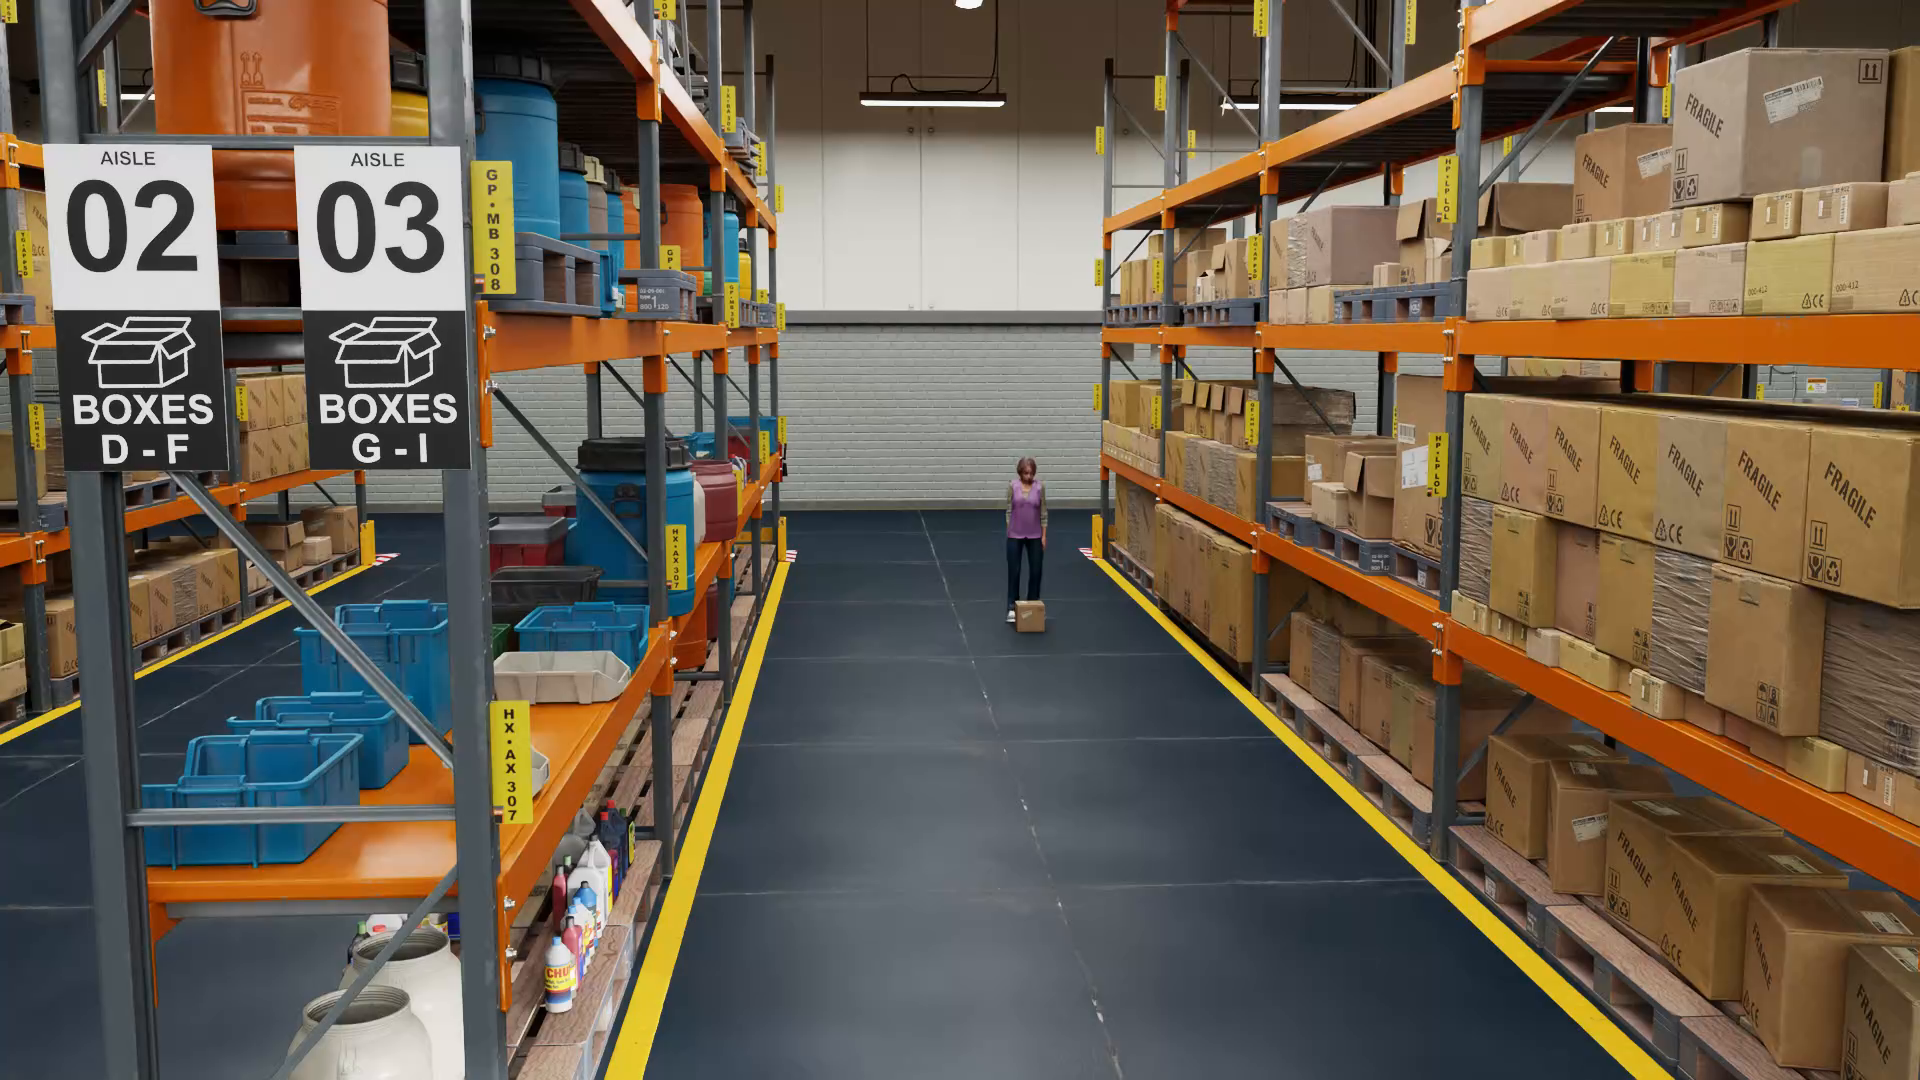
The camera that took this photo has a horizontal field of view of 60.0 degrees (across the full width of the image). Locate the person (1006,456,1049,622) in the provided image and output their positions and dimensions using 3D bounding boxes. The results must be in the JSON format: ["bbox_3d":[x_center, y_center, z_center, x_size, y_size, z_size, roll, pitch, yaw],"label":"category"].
[{"bbox_3d":[0.642,-0.002,15.926,0.409,1.577,0.301,0,7,-3],"label":"person"}]
